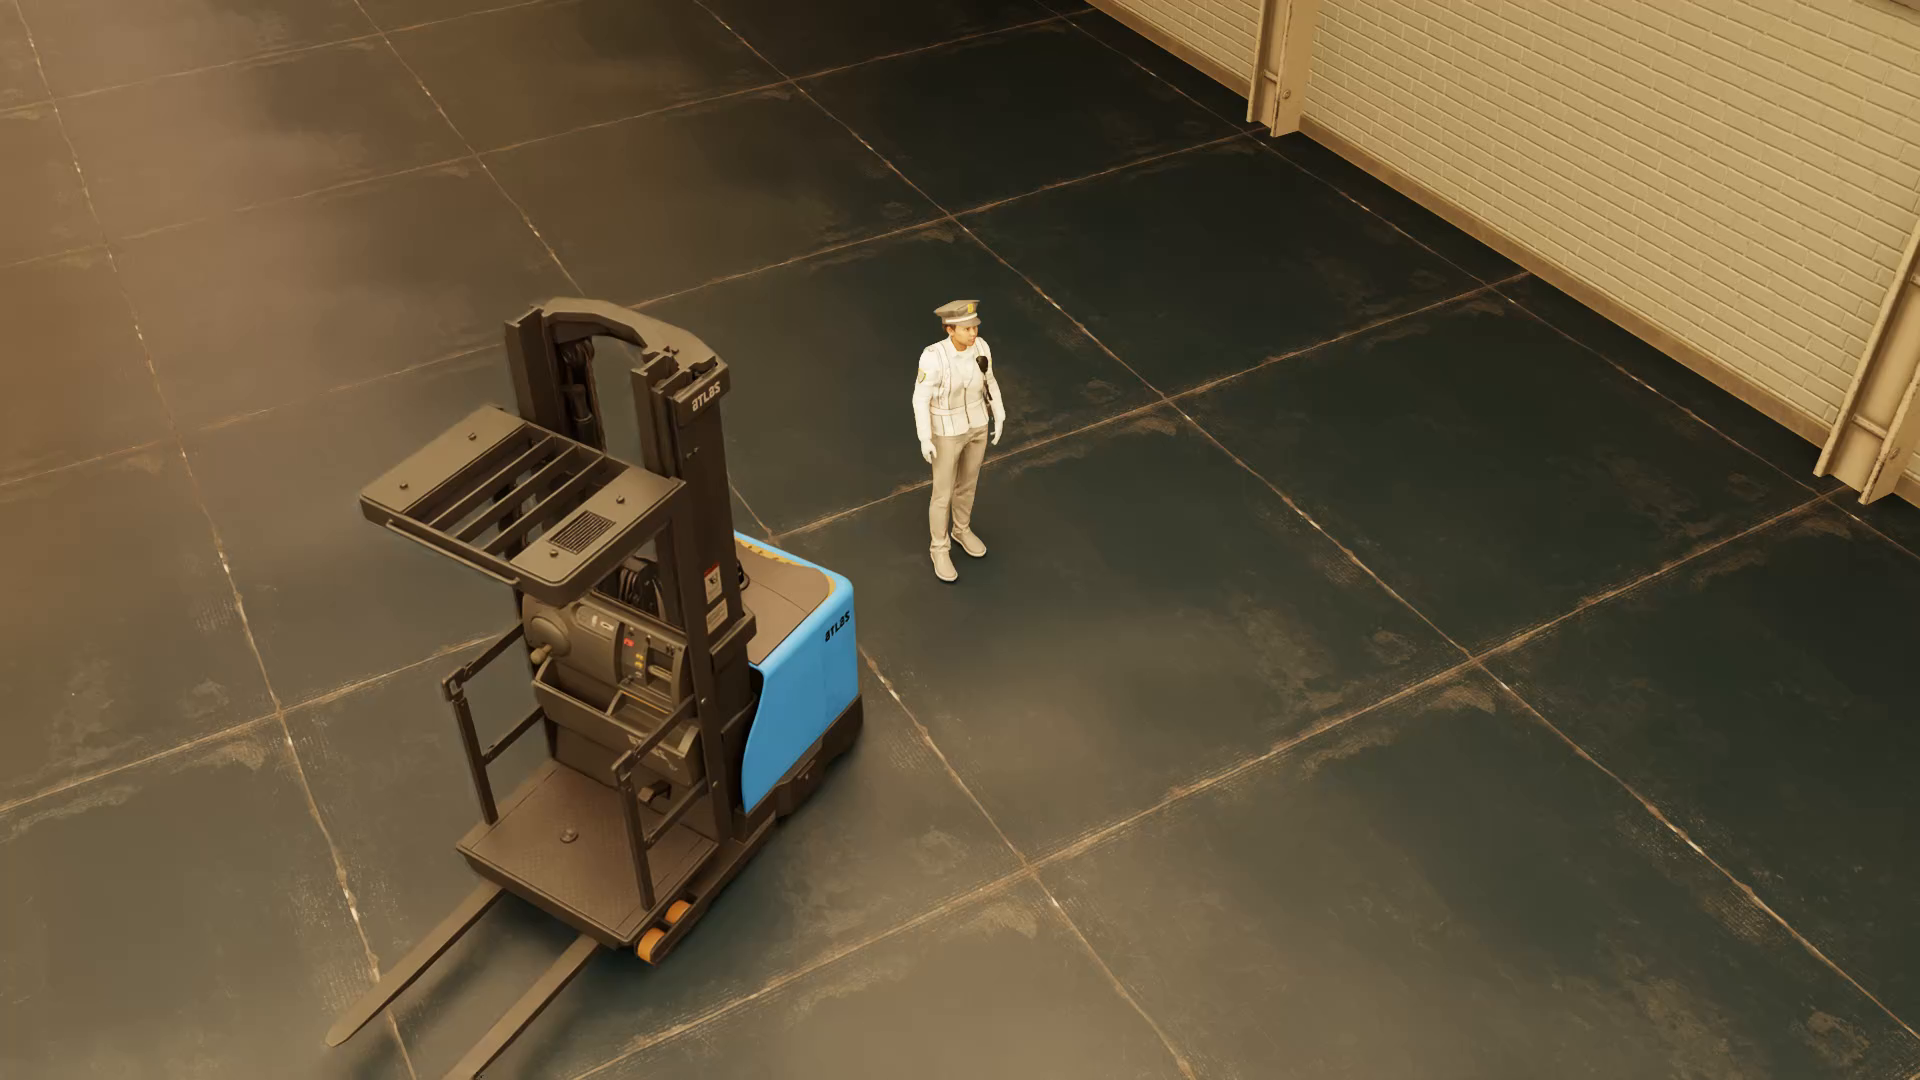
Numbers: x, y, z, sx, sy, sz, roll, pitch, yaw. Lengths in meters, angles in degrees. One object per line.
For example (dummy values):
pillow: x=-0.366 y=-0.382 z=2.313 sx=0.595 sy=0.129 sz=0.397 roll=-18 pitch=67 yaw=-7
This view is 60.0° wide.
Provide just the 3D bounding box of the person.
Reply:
person: x=0.028 y=-0.614 z=9.743 sx=0.587 sy=1.685 sz=0.534 roll=-20 pitch=44 yaw=-23

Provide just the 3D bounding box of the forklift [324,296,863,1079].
forklift: x=-1.726 y=0.540 z=7.385 sx=1.130 sy=2.935 sz=3.031 roll=21 pitch=44 yaw=24
